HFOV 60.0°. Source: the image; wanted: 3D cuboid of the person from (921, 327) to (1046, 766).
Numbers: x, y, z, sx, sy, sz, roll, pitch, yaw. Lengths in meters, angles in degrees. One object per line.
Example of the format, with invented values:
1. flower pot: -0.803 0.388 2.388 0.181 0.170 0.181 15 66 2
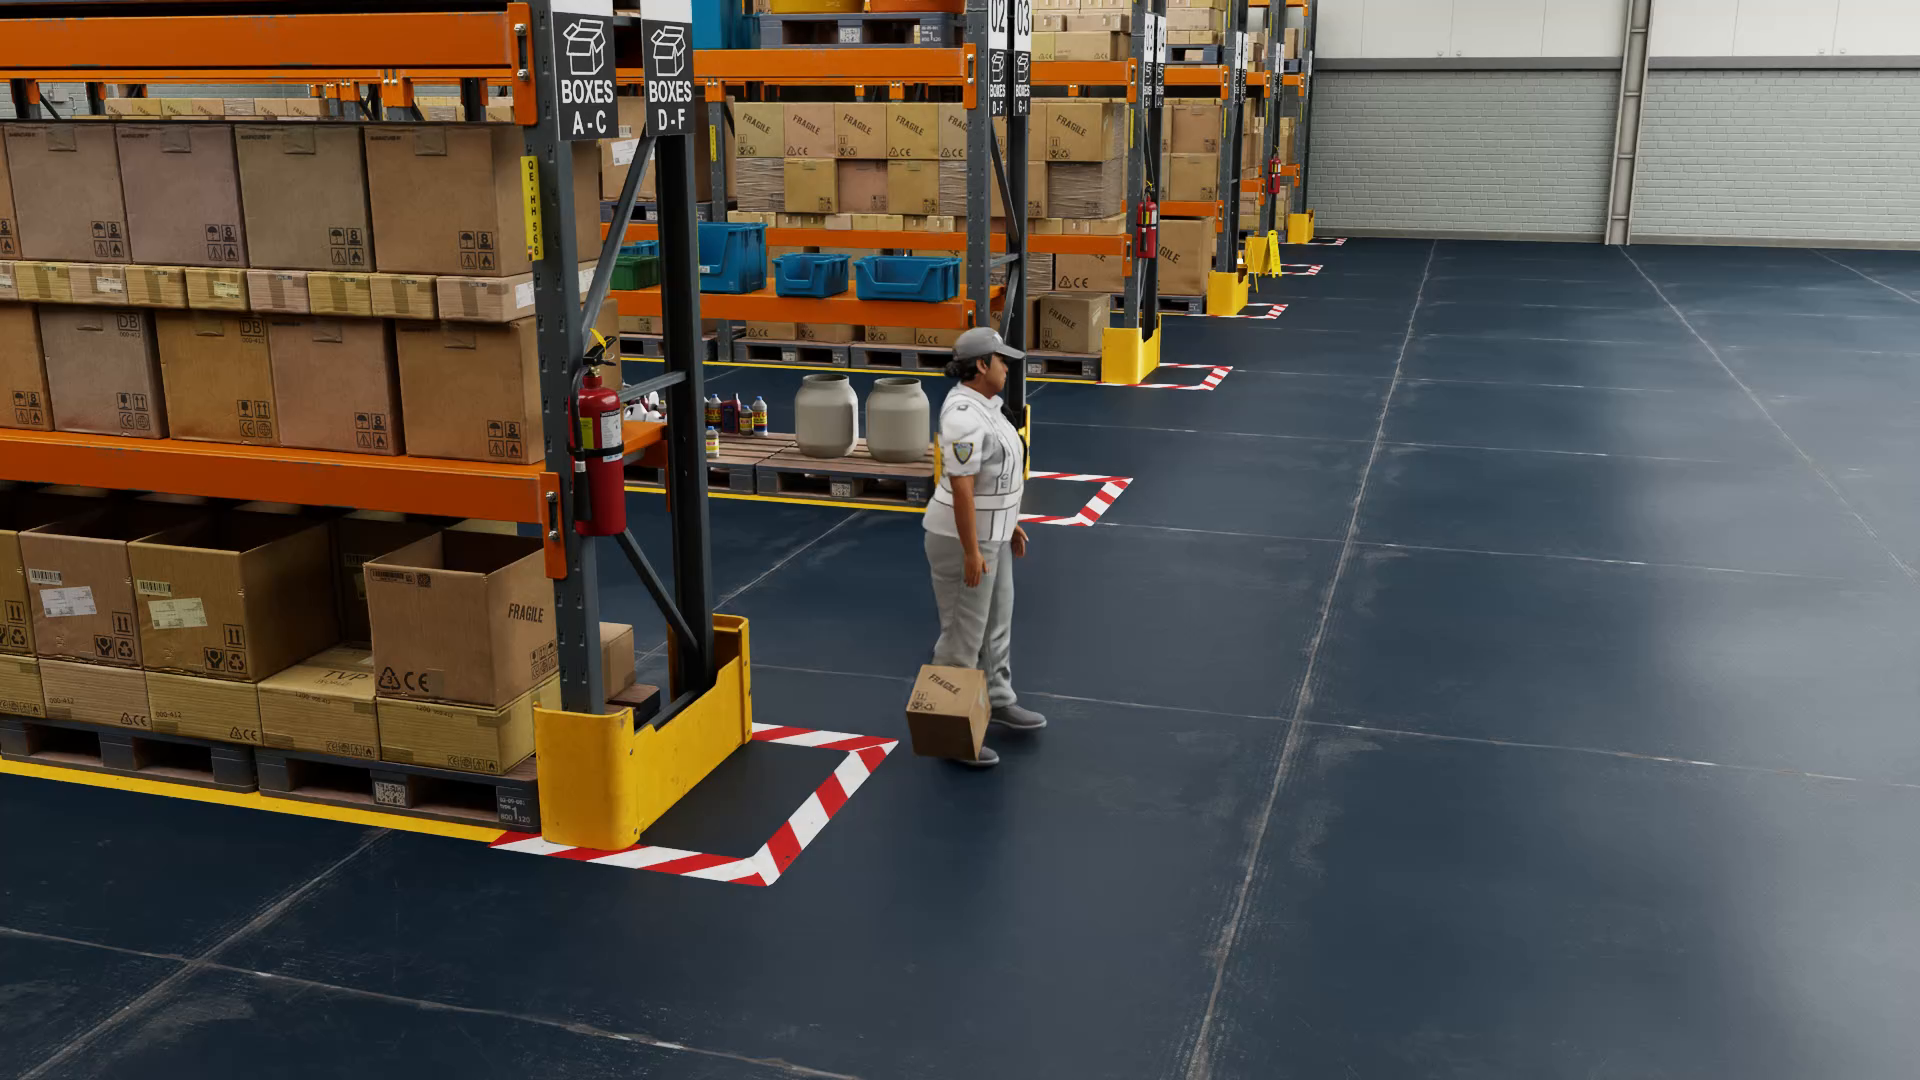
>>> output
1. person: 0.092 0.008 6.533 0.492 1.675 0.556 3 15 10
